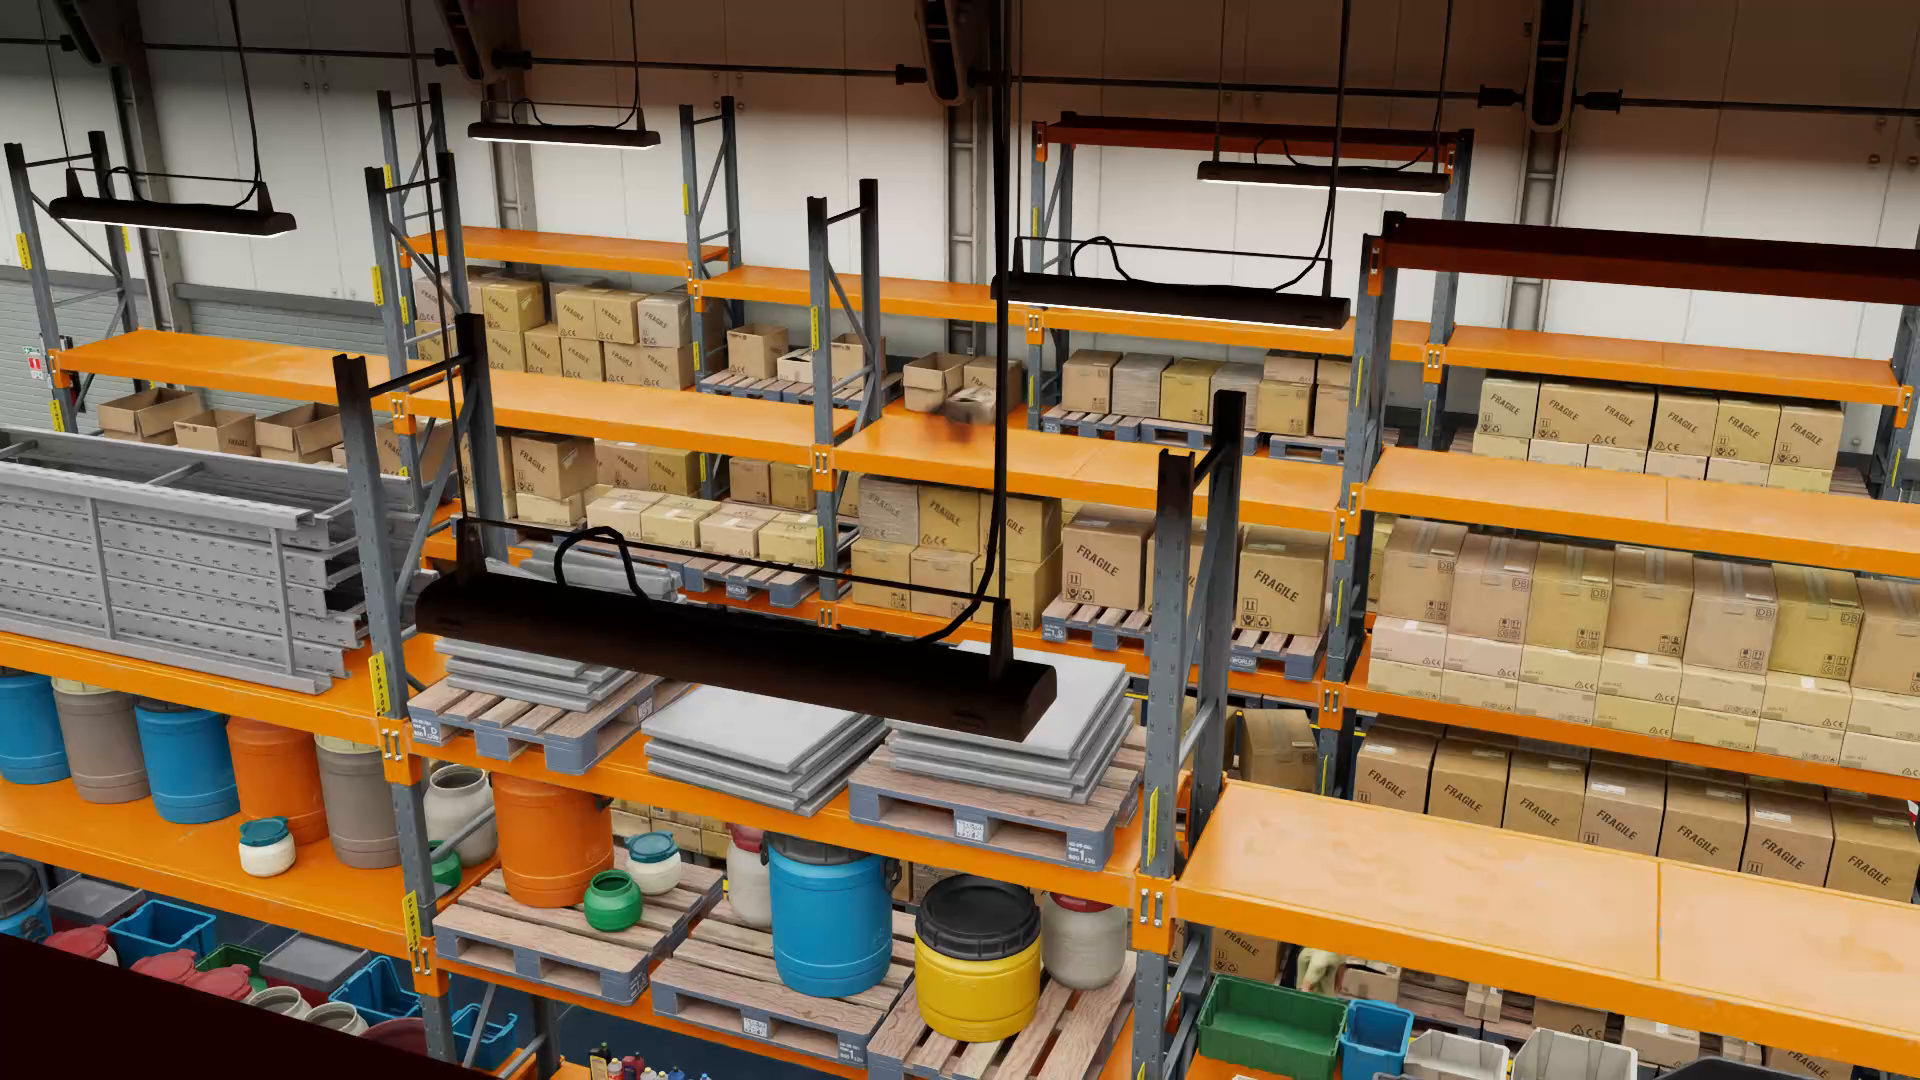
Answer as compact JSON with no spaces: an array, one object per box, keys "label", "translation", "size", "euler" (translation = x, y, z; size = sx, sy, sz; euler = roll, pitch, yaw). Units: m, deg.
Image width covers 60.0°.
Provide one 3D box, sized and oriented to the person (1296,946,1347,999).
[{"label":"person","translation":[2.432,3.228,11.614],"size":[1.039,1.604,0.472],"euler":[7,22,18]}]
